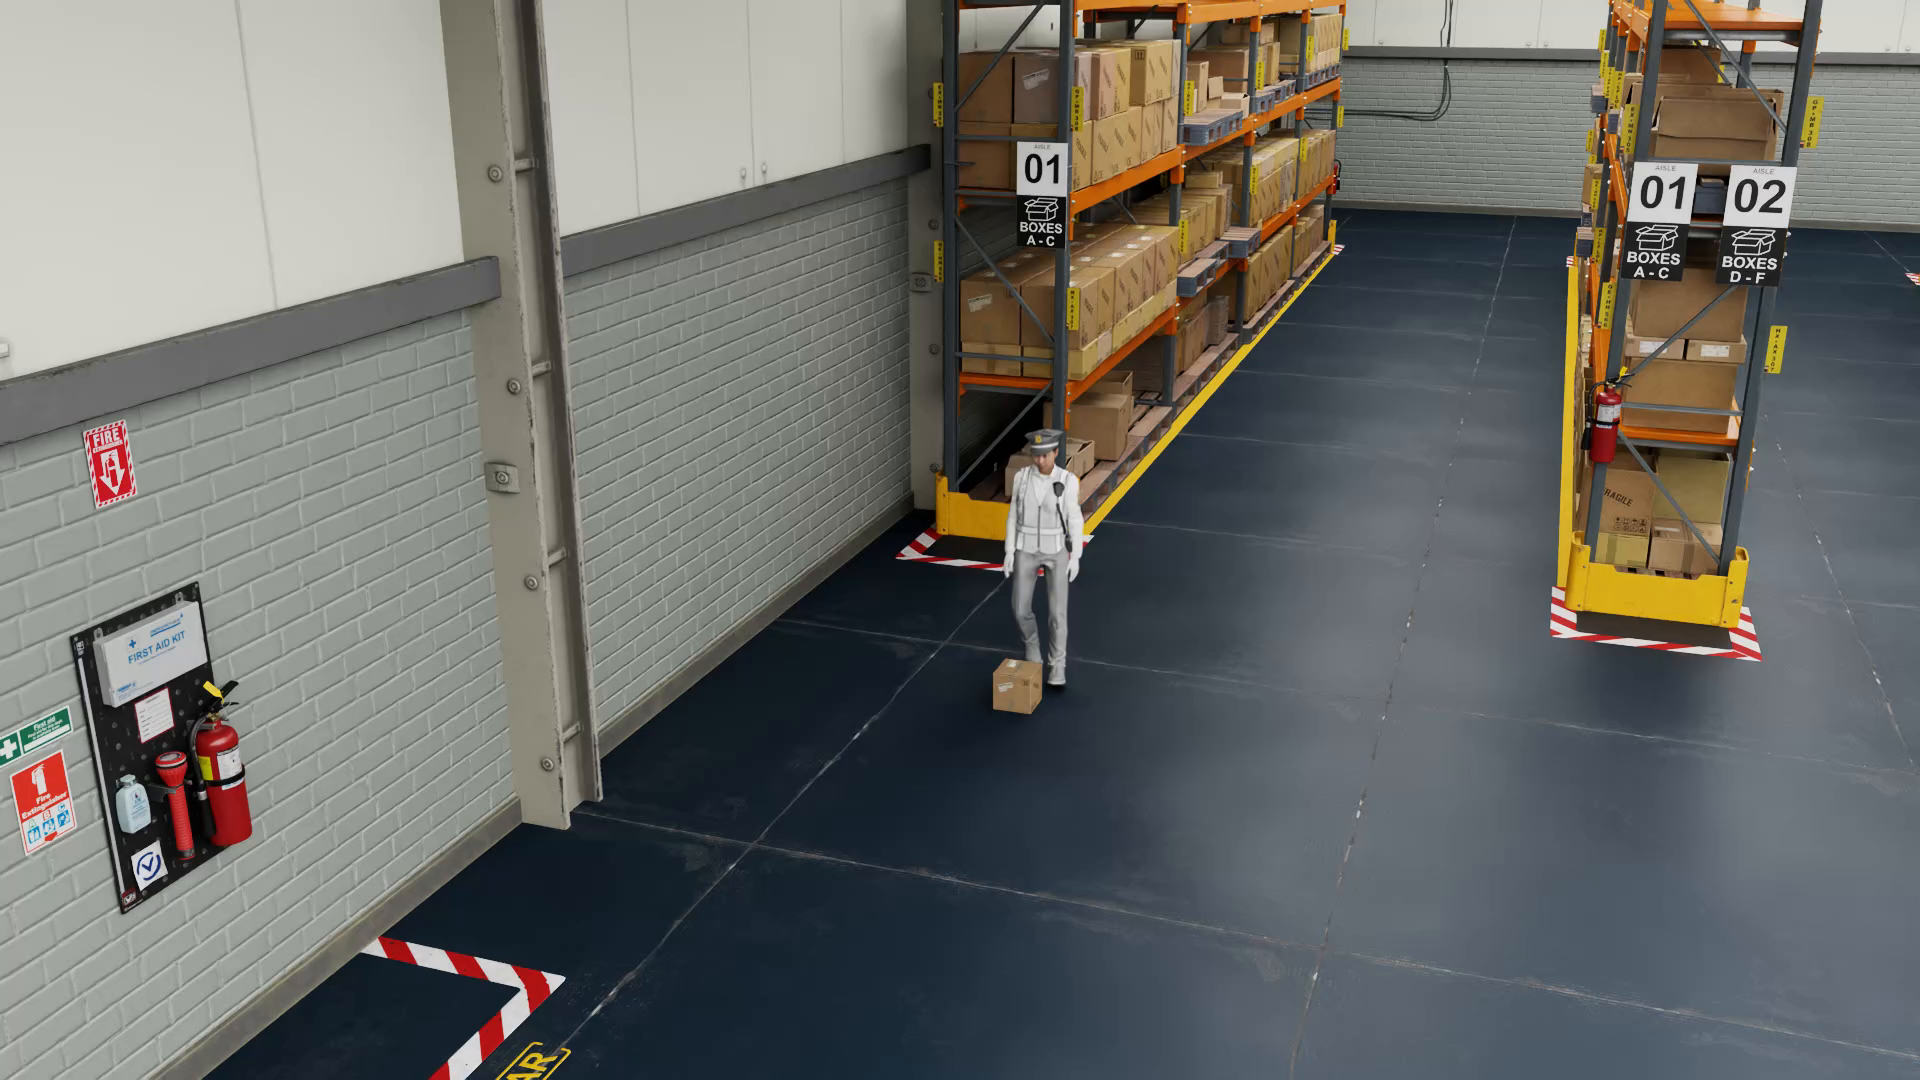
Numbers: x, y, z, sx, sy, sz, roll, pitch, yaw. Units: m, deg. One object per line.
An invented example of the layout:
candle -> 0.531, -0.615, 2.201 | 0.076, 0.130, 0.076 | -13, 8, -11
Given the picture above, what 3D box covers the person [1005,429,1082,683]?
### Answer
person -> 0.529, 0.108, 10.713 | 0.503, 1.706, 0.327 | 6, 20, 18
